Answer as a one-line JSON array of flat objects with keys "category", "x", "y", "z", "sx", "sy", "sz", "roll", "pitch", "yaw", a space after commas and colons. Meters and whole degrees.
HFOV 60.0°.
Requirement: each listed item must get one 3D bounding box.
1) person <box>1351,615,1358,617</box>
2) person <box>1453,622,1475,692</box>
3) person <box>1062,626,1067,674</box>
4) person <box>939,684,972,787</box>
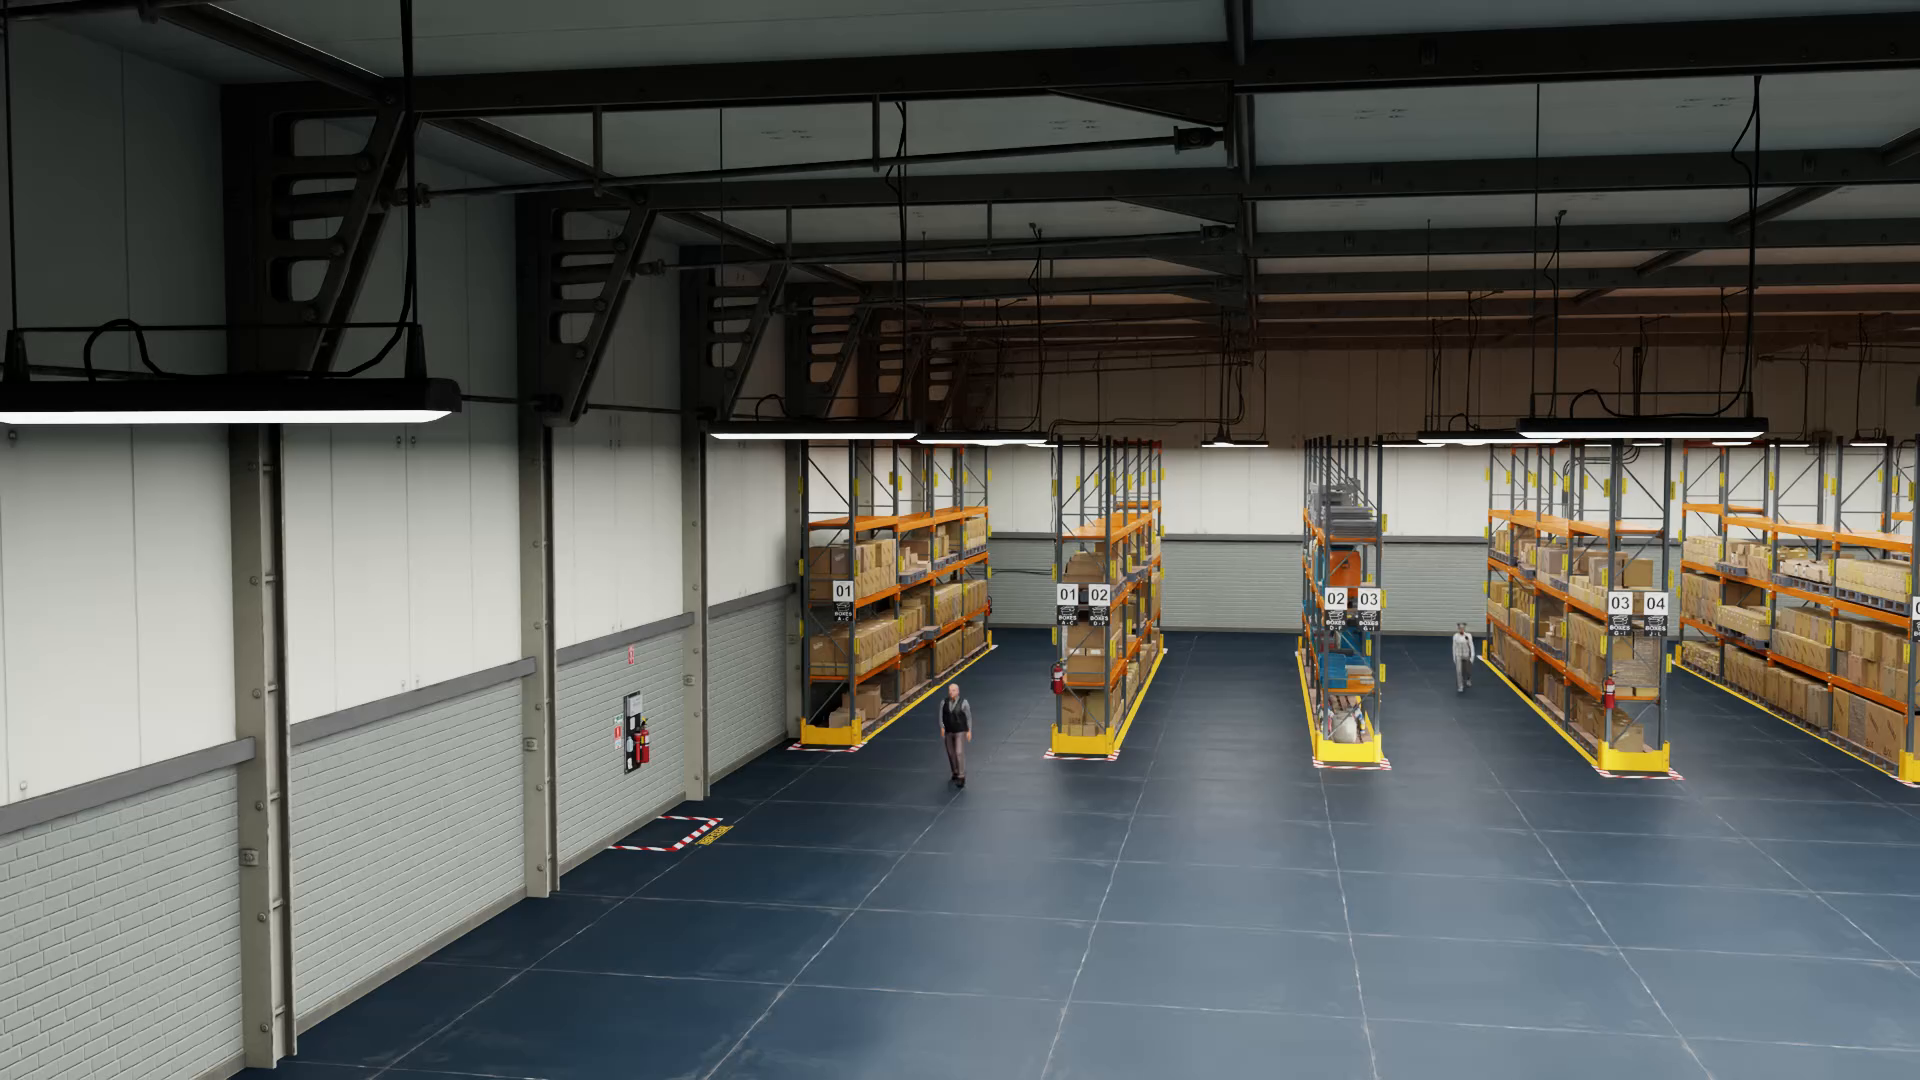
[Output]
[{"category": "person", "x": 11.377, "y": 2.314, "z": 47.166, "sx": 0.585, "sy": 1.776, "sz": 0.667, "roll": 0, "pitch": 3, "yaw": -3}, {"category": "person", "x": 11.992, "y": 2.761, "z": 39.602, "sx": 0.508, "sy": 1.630, "sz": 0.926, "roll": 1, "pitch": 3, "yaw": 19}, {"category": "person", "x": 2.797, "y": 2.529, "z": 42.799, "sx": 0.622, "sy": 1.825, "sz": 0.596, "roll": 1, "pitch": 3, "yaw": 23}, {"category": "person", "x": -0.089, "y": 3.325, "z": 28.566, "sx": 0.623, "sy": 1.686, "sz": 0.843, "roll": 1, "pitch": 3, "yaw": 25}]
